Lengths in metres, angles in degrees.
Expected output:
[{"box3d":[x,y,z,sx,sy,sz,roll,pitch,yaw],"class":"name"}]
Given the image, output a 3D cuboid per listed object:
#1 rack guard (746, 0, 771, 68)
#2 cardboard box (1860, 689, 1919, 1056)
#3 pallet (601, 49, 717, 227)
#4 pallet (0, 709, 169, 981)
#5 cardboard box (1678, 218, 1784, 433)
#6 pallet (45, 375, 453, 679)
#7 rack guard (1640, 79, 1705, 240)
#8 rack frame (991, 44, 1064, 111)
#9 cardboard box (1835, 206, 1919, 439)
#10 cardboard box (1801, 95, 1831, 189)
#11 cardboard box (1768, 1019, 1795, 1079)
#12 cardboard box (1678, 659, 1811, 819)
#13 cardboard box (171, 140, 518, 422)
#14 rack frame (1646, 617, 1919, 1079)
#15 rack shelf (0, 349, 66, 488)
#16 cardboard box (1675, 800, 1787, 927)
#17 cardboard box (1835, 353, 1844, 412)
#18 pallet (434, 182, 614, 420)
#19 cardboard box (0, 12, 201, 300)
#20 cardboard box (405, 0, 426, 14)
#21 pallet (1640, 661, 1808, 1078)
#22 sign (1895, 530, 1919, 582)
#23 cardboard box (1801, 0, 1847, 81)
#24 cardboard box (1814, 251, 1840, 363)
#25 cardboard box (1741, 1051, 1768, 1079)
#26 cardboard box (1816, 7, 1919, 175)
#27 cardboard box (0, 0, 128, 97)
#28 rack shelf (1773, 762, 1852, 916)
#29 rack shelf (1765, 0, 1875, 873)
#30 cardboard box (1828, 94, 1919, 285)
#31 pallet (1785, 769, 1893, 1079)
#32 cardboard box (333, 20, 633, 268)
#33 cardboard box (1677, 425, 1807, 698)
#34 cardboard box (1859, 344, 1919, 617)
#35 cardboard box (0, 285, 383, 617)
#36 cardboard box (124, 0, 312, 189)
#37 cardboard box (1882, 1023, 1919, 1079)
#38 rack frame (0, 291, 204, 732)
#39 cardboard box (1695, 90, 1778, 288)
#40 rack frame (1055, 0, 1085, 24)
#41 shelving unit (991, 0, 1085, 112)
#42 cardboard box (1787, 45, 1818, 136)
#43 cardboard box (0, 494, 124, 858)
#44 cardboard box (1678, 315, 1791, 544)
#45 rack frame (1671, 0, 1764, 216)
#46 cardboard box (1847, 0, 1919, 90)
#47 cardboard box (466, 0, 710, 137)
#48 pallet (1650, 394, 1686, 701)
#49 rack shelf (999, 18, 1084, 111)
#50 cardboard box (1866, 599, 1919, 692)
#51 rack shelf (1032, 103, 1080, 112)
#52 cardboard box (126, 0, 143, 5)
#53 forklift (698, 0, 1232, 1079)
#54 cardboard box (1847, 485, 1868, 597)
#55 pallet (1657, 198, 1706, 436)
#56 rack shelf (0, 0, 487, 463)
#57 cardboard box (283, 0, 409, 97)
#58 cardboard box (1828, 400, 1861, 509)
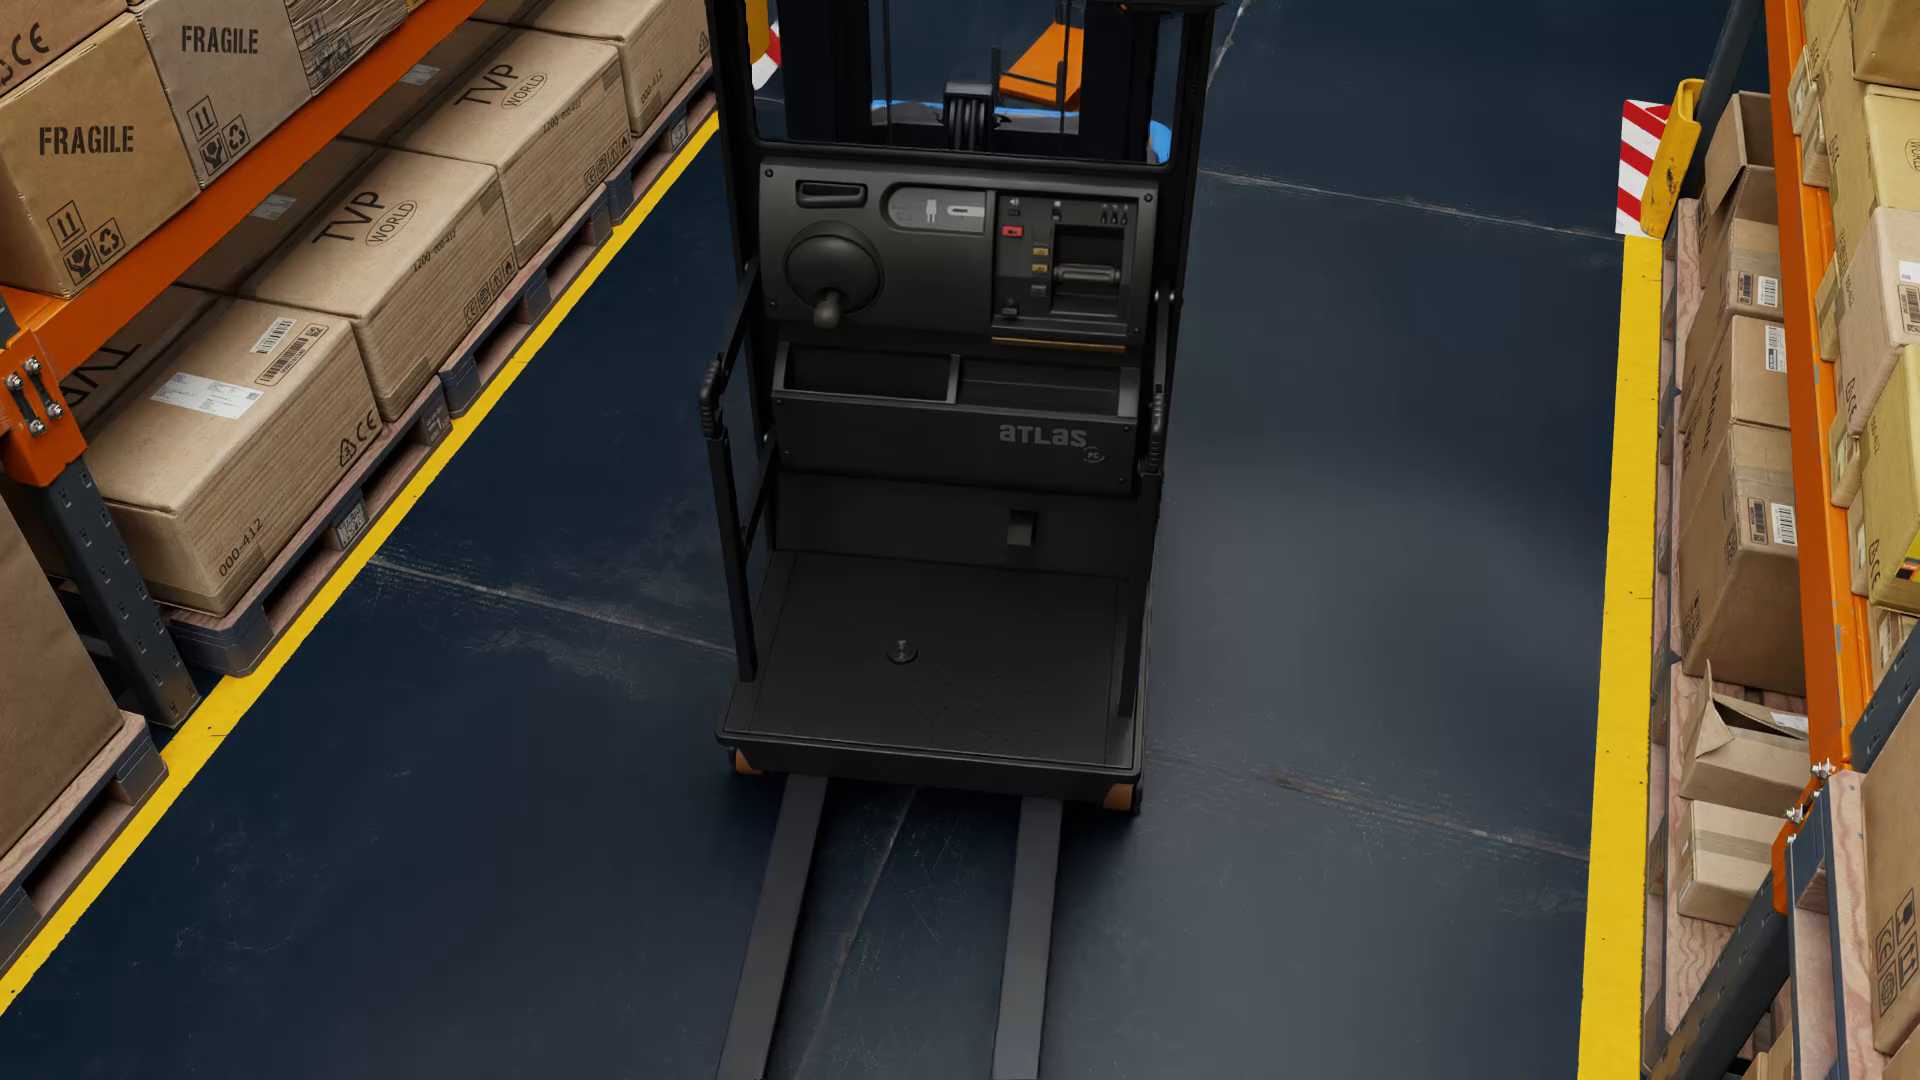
[{"box3d":[-1.452,-2.466,7.413,1.175,0.500,0.348,13,46,13],"class":"rack guard"},{"box3d":[1.702,0.461,2.263,0.700,0.500,0.500,14,46,14],"class":"cardboard box"},{"box3d":[-1.627,-1.797,6.936,1.003,0.211,1.213,13,46,13],"class":"pallet"},{"box3d":[-2.832,0.850,4.231,1.003,0.211,1.213,13,46,13],"class":"pallet"},{"box3d":[2.701,-0.602,5.208,0.700,0.500,0.500,14,46,14],"class":"cardboard box"},{"box3d":[-2.366,-0.171,5.274,1.003,0.211,1.213,13,46,13],"class":"pallet"},{"box3d":[3.250,-1.351,6.273,1.175,0.500,0.348,13,46,13],"class":"rack guard"},{"box3d":[0.208,-1.048,5.463,0.240,1.200,0.015,19,47,18],"class":"rack frame"},{"box3d":[2.121,-0.409,3.418,0.500,0.250,0.500,13,46,13],"class":"cardboard box"},{"box3d":[2.414,-1.016,4.323,0.380,0.149,0.250,14,46,13],"class":"cardboard box"},{"box3d":[1.699,1.066,3.039,0.380,0.149,0.250,15,46,14],"class":"cardboard box"},{"box3d":[2.058,0.527,4.221,0.396,0.266,0.258,14,46,14],"class":"cardboard box"},{"box3d":[-2.108,-0.904,5.561,0.875,0.438,0.875,11,45,11],"class":"cardboard box"},{"box3d":[2.058,0.371,2.726,0.949,2.616,0.053,13,46,13],"class":"rack frame"},{"box3d":[-3.276,0.913,2.687,1.077,0.370,4.000,13,46,13],"class":"rack shelf"},{"box3d":[1.950,0.807,4.019,0.380,0.149,0.250,11,45,11],"class":"cardboard box"},{"box3d":[2.136,-0.330,3.623,0.380,0.149,0.250,14,46,14],"class":"cardboard box"},{"box3d":[-1.998,-0.987,6.108,1.003,0.211,1.213,13,46,12],"class":"pallet"},{"box3d":[-2.279,-0.970,4.026,0.500,0.500,0.500,14,46,14],"class":"cardboard box"},{"box3d":[-1.810,-1.978,5.056,0.500,0.500,0.500,14,46,14],"class":"cardboard box"},{"box3d":[2.270,0.911,4.169,1.003,0.211,1.213,13,46,13],"class":"pallet"},{"box3d":[1.542,-0.048,2.535,0.100,0.325,0.005,13,46,13],"class":"sign"},{"box3d":[2.576,-1.427,4.459,0.500,0.250,0.500,12,46,12],"class":"cardboard box"},{"box3d":[2.187,-0.507,3.803,0.380,0.149,0.250,12,46,12],"class":"cardboard box"},{"box3d":[1.700,1.390,3.172,0.500,0.500,0.500,14,46,14],"class":"cardboard box"},{"box3d":[2.441,-1.082,4.106,0.500,0.250,0.500,11,46,11],"class":"cardboard box"},{"box3d":[-2.296,-1.337,3.685,0.500,0.500,0.500,13,46,13],"class":"cardboard box"},{"box3d":[1.456,1.962,1.615,1.077,0.370,4.000,13,46,13],"class":"rack shelf"},{"box3d":[2.667,-0.705,4.340,1.077,0.370,4.000,13,46,13],"class":"rack shelf"},{"box3d":[2.284,-0.739,3.755,0.500,0.250,0.500,12,46,12],"class":"cardboard box"},{"box3d":[1.715,0.950,2.272,1.003,0.211,1.213,13,46,13],"class":"pallet"},{"box3d":[-1.833,-1.505,6.175,0.875,0.438,0.875,14,46,14],"class":"cardboard box"},{"box3d":[2.387,0.090,4.501,0.700,0.500,0.500,11,45,11],"class":"cardboard box"},{"box3d":[1.983,-0.072,3.074,0.500,0.250,0.500,14,46,14],"class":"cardboard box"},{"box3d":[-2.378,-0.307,4.951,0.875,0.438,0.875,12,46,12],"class":"cardboard box"},{"box3d":[-2.123,-1.305,4.367,0.500,0.500,0.500,13,46,13],"class":"cardboard box"},{"box3d":[1.545,0.806,1.910,0.700,0.500,0.500,13,46,13],"class":"cardboard box"},{"box3d":[-2.671,-0.677,3.798,1.000,3.000,0.127,13,46,13],"class":"rack frame"},{"box3d":[2.997,-1.165,5.780,0.797,0.503,0.637,11,45,11],"class":"cardboard box"},{"box3d":[0.424,-1.354,5.776,0.240,1.200,0.015,19,47,18],"class":"rack frame"},{"box3d":[0.316,-1.201,5.620,0.258,1.200,0.503,19,47,18],"class":"shelving unit"},{"box3d":[2.474,-1.196,4.507,0.380,0.149,0.250,11,46,11],"class":"cardboard box"},{"box3d":[-2.782,0.362,3.954,0.875,0.875,0.875,14,46,14],"class":"cardboard box"},{"box3d":[2.446,-0.271,4.869,0.500,0.500,0.500,13,46,13],"class":"cardboard box"},{"box3d":[3.273,-2.295,5.450,1.000,3.000,0.127,13,46,13],"class":"rack frame"},{"box3d":[2.424,-1.370,3.864,0.500,0.500,0.500,14,46,14],"class":"cardboard box"},{"box3d":[-1.564,-2.117,6.800,0.875,0.438,0.875,11,45,11],"class":"cardboard box"},{"box3d":[2.638,0.095,5.002,1.003,0.211,1.213,13,46,13],"class":"pallet"},{"box3d":[0.316,-1.482,5.345,0.258,0.148,0.480,19,47,18],"class":"rack shelf"},{"box3d":[1.917,0.195,3.085,0.380,0.149,0.250,13,46,13],"class":"cardboard box"},{"box3d":[0.316,-1.313,5.510,0.258,0.148,0.480,19,47,18],"class":"rack shelf"},{"box3d":[-2.137,-1.672,4.027,0.500,0.500,0.500,12,46,12],"class":"cardboard box"},{"box3d":[-0.033,-0.579,3.746,1.130,2.935,3.031,5,45,5],"class":"forklift"},{"box3d":[1.975,0.017,3.267,0.380,0.149,0.250,14,46,14],"class":"cardboard box"},{"box3d":[3.009,-0.716,5.831,1.003,0.211,1.213,13,46,13],"class":"pallet"},{"box3d":[-2.065,-1.753,5.411,1.077,0.370,4.000,13,46,13],"class":"rack shelf"},{"box3d":[-1.966,-1.635,4.705,0.500,0.500,0.500,13,46,13],"class":"cardboard box"},{"box3d":[2.031,-0.161,3.450,0.380,0.149,0.250,14,46,14],"class":"cardboard box"}]
